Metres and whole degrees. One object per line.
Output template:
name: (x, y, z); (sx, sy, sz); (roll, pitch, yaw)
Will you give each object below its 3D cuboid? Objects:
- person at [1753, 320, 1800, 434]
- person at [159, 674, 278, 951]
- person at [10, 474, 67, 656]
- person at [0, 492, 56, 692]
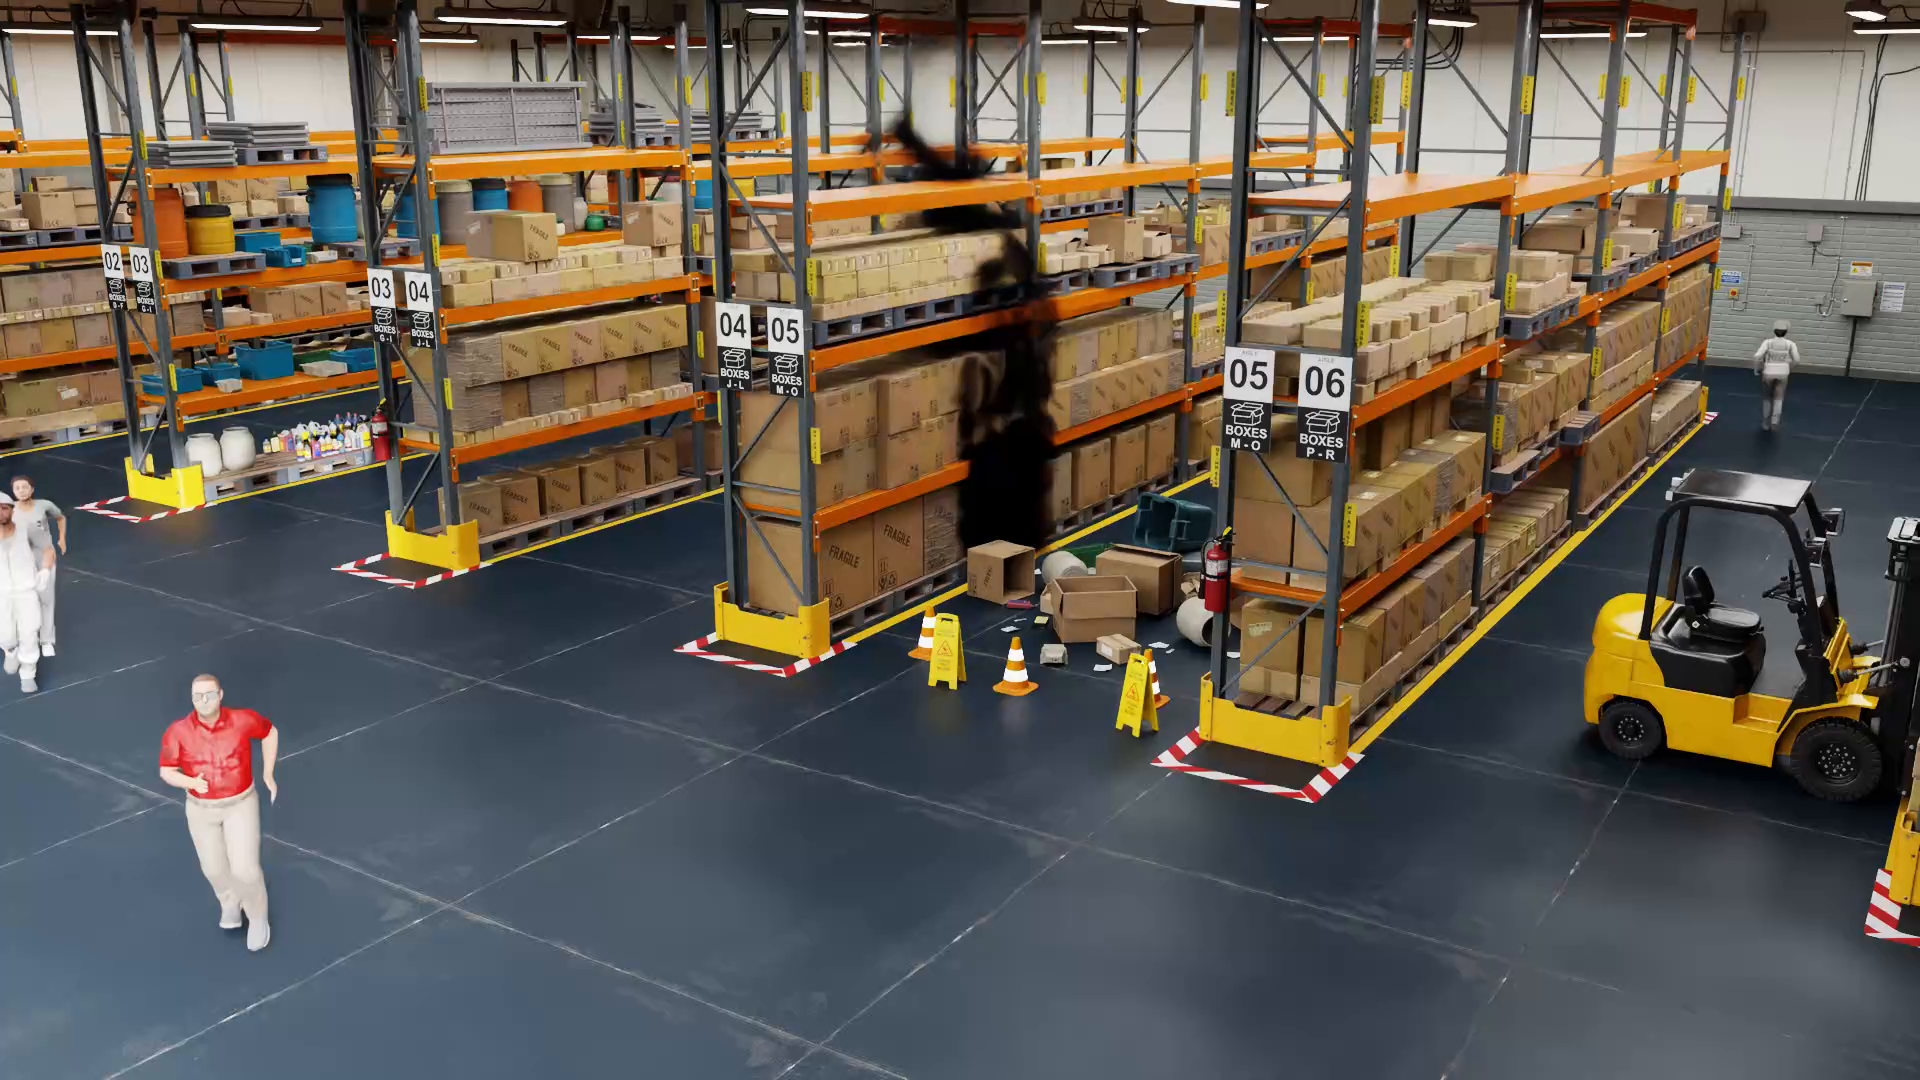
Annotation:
person: (12.110, -2.407, 24.732); (0.636, 1.717, 0.755); (7, 17, 24)
person: (-4.460, 1.664, 10.077); (0.637, 1.770, 0.736); (-4, 16, -15)
person: (-8.578, 0.193, 15.441); (0.584, 1.633, 0.970); (-8, 17, -27)
person: (-8.195, 0.427, 14.441); (0.678, 1.756, 0.593); (-8, 18, -28)
